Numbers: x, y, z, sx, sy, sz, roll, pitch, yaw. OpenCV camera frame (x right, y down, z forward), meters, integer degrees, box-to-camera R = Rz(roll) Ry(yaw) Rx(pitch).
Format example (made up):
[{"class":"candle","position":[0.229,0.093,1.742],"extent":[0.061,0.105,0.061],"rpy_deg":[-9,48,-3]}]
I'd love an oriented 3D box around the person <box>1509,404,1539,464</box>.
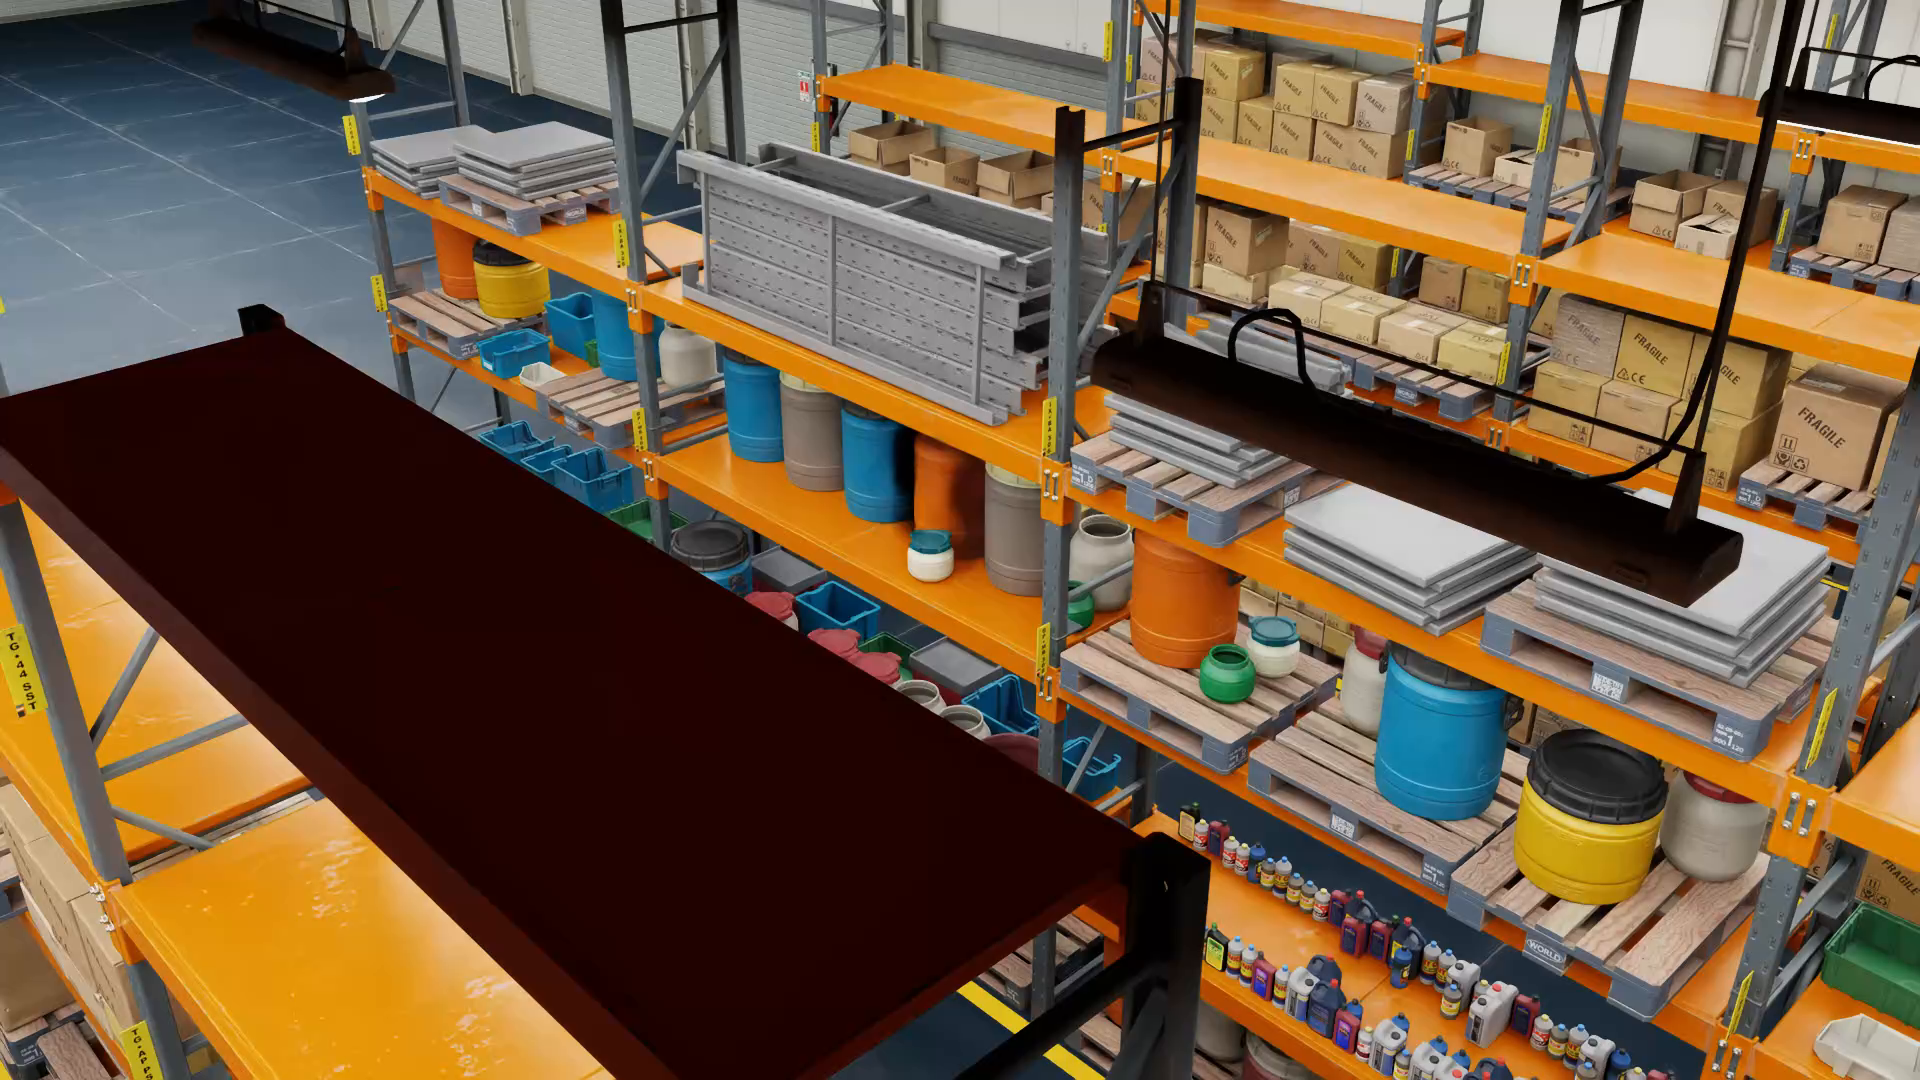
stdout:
[{"class":"person","position":[5.456,-0.677,16.350],"extent":[0.460,1.671,0.459],"rpy_deg":[10,30,18]}]
